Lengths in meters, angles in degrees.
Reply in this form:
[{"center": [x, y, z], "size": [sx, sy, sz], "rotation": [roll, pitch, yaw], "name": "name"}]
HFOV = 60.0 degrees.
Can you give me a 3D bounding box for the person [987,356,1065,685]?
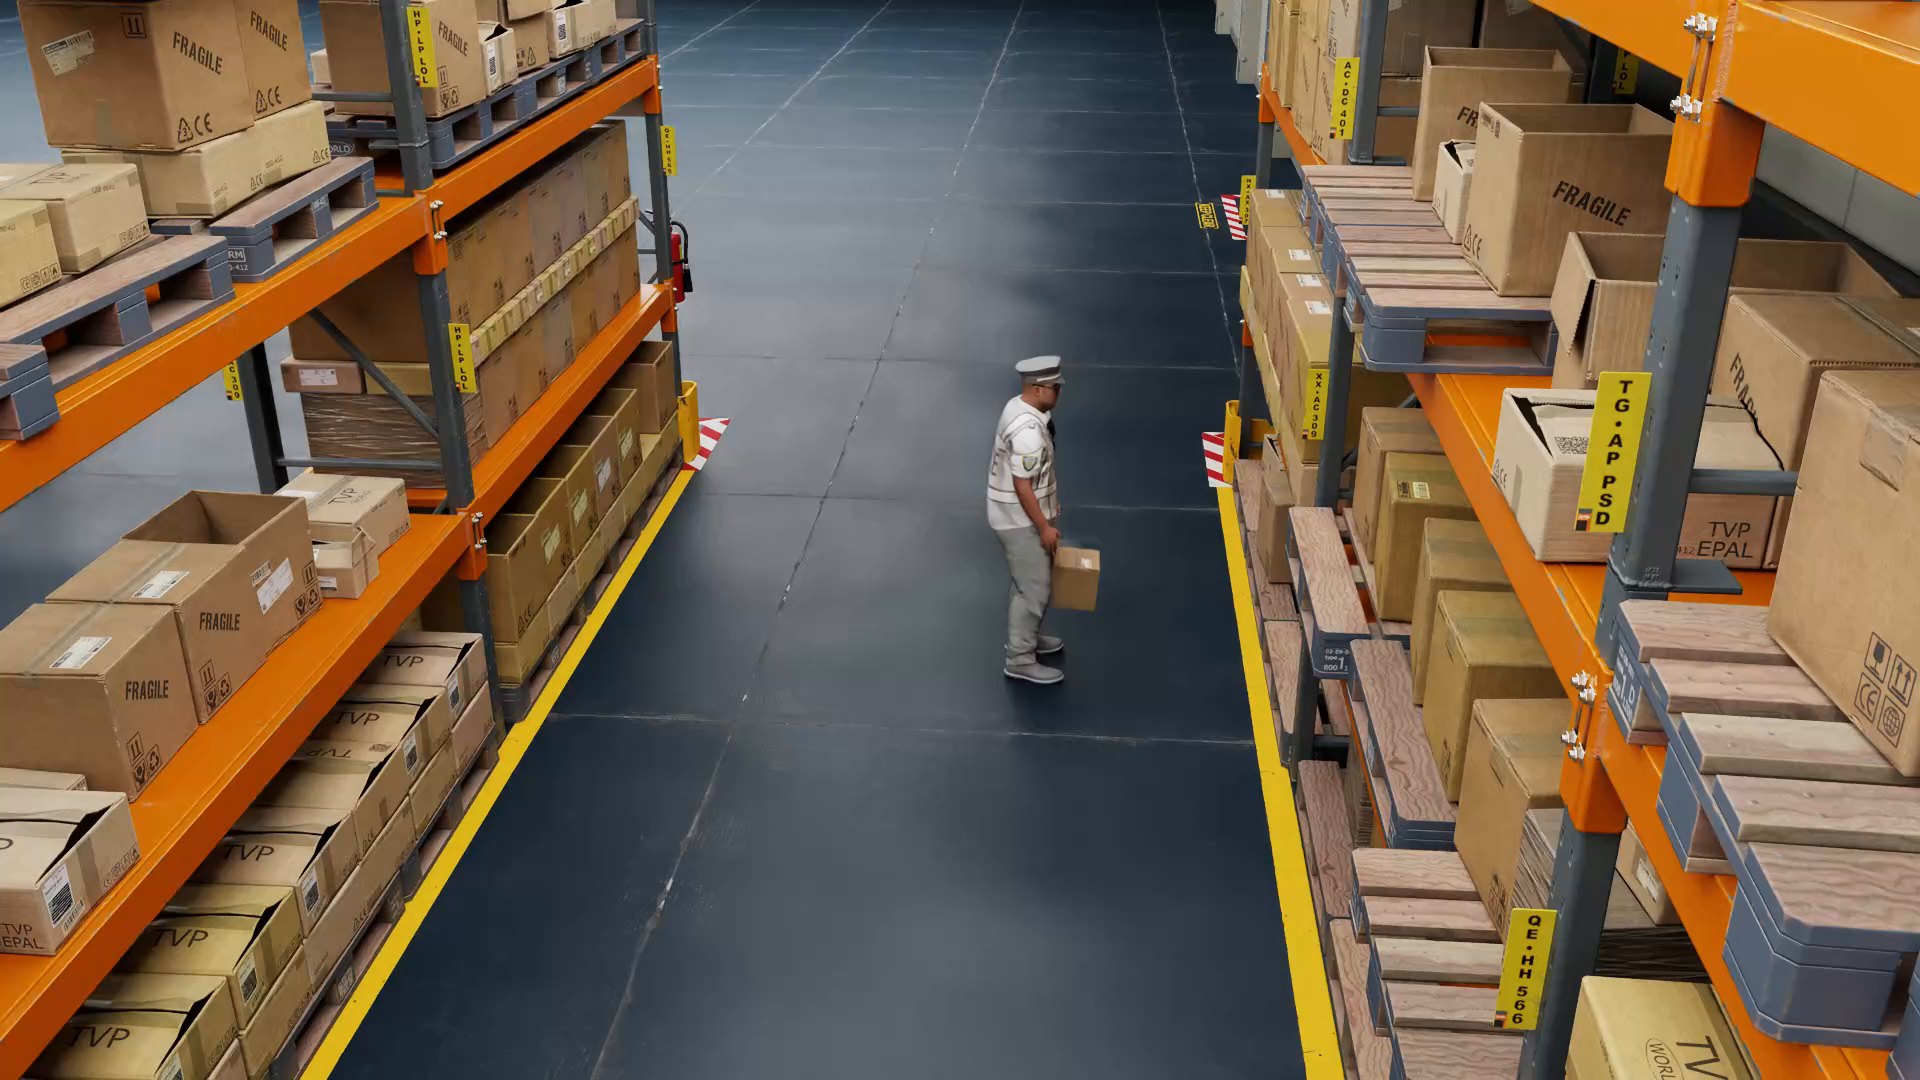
[{"center": [0.359, -0.130, 8.872], "size": [0.434, 1.756, 0.560], "rotation": [1, 24, 3], "name": "person"}]
